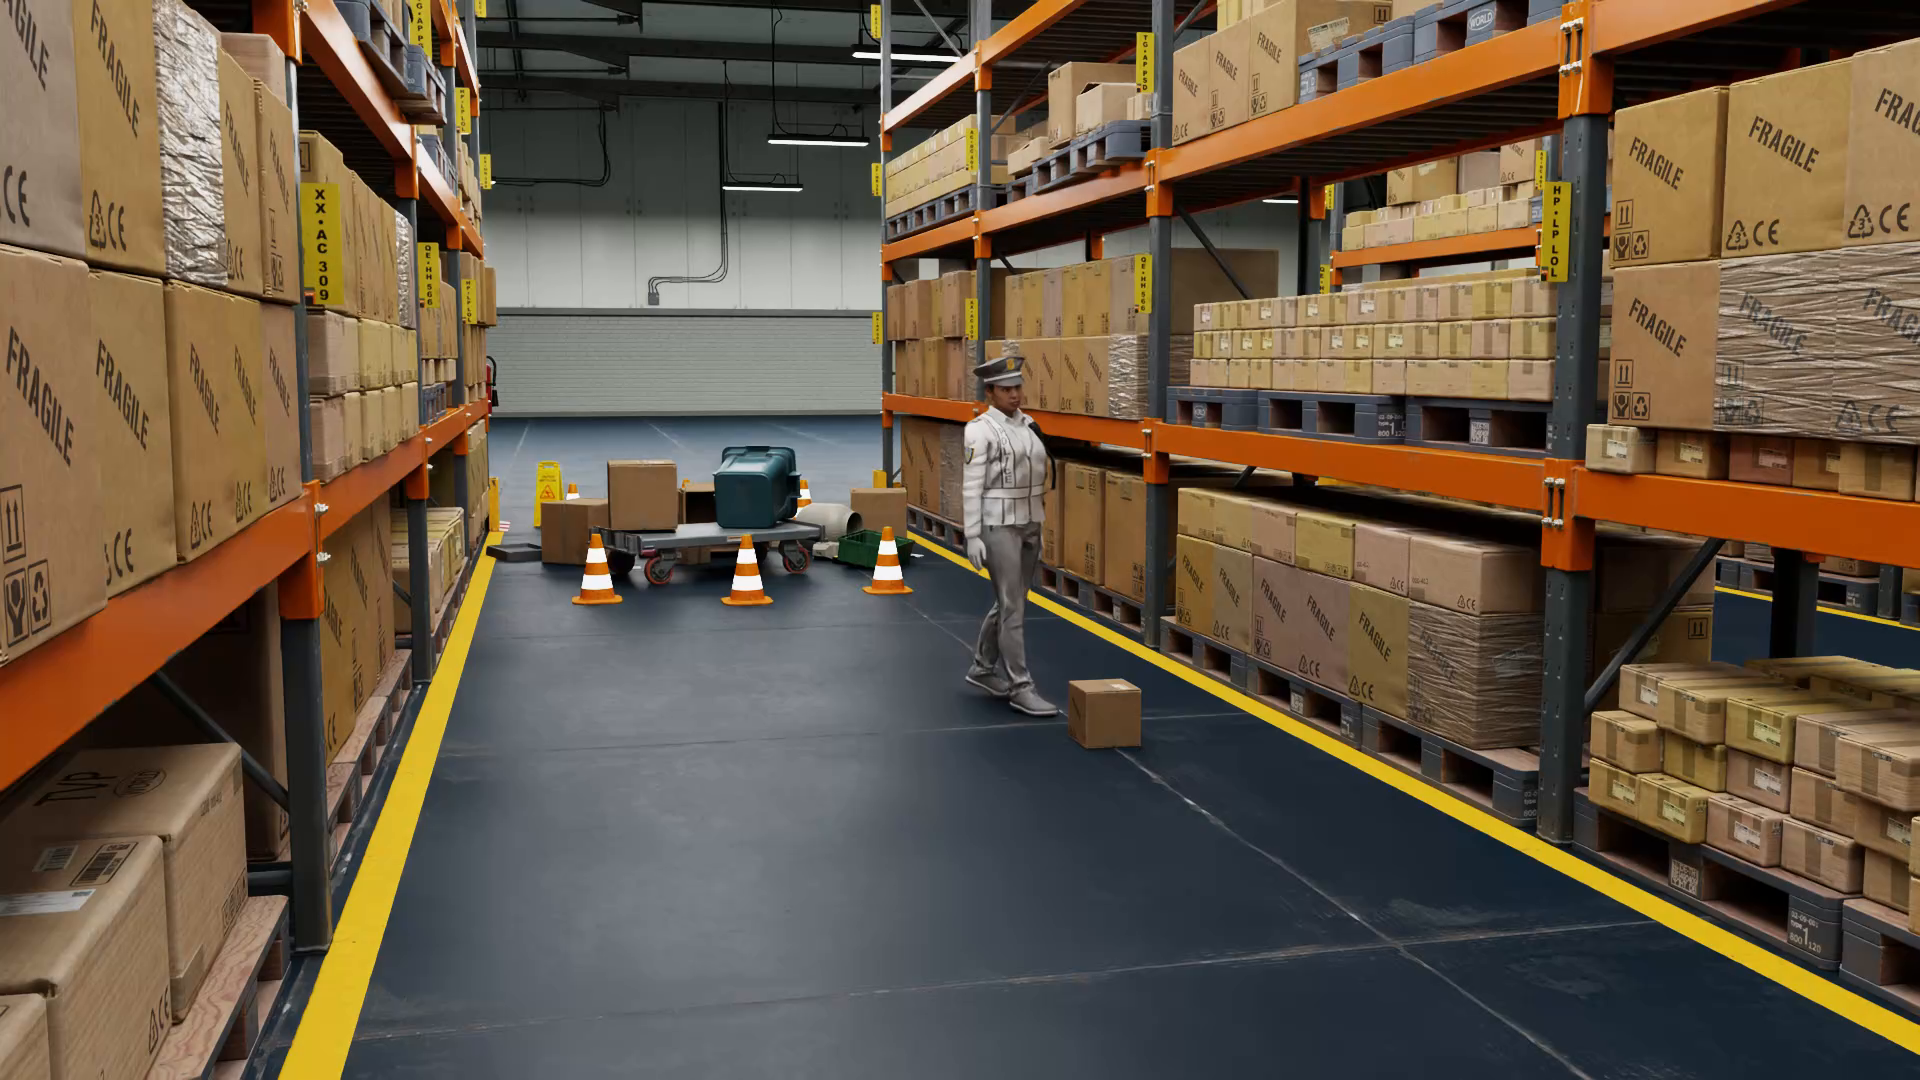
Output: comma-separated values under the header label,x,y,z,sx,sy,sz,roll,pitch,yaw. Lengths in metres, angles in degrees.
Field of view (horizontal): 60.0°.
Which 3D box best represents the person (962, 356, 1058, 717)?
label,x,y,z,sx,sy,sz,roll,pitch,yaw
person,0.241,-0.034,7.899,0.651,1.668,0.516,6,8,42
